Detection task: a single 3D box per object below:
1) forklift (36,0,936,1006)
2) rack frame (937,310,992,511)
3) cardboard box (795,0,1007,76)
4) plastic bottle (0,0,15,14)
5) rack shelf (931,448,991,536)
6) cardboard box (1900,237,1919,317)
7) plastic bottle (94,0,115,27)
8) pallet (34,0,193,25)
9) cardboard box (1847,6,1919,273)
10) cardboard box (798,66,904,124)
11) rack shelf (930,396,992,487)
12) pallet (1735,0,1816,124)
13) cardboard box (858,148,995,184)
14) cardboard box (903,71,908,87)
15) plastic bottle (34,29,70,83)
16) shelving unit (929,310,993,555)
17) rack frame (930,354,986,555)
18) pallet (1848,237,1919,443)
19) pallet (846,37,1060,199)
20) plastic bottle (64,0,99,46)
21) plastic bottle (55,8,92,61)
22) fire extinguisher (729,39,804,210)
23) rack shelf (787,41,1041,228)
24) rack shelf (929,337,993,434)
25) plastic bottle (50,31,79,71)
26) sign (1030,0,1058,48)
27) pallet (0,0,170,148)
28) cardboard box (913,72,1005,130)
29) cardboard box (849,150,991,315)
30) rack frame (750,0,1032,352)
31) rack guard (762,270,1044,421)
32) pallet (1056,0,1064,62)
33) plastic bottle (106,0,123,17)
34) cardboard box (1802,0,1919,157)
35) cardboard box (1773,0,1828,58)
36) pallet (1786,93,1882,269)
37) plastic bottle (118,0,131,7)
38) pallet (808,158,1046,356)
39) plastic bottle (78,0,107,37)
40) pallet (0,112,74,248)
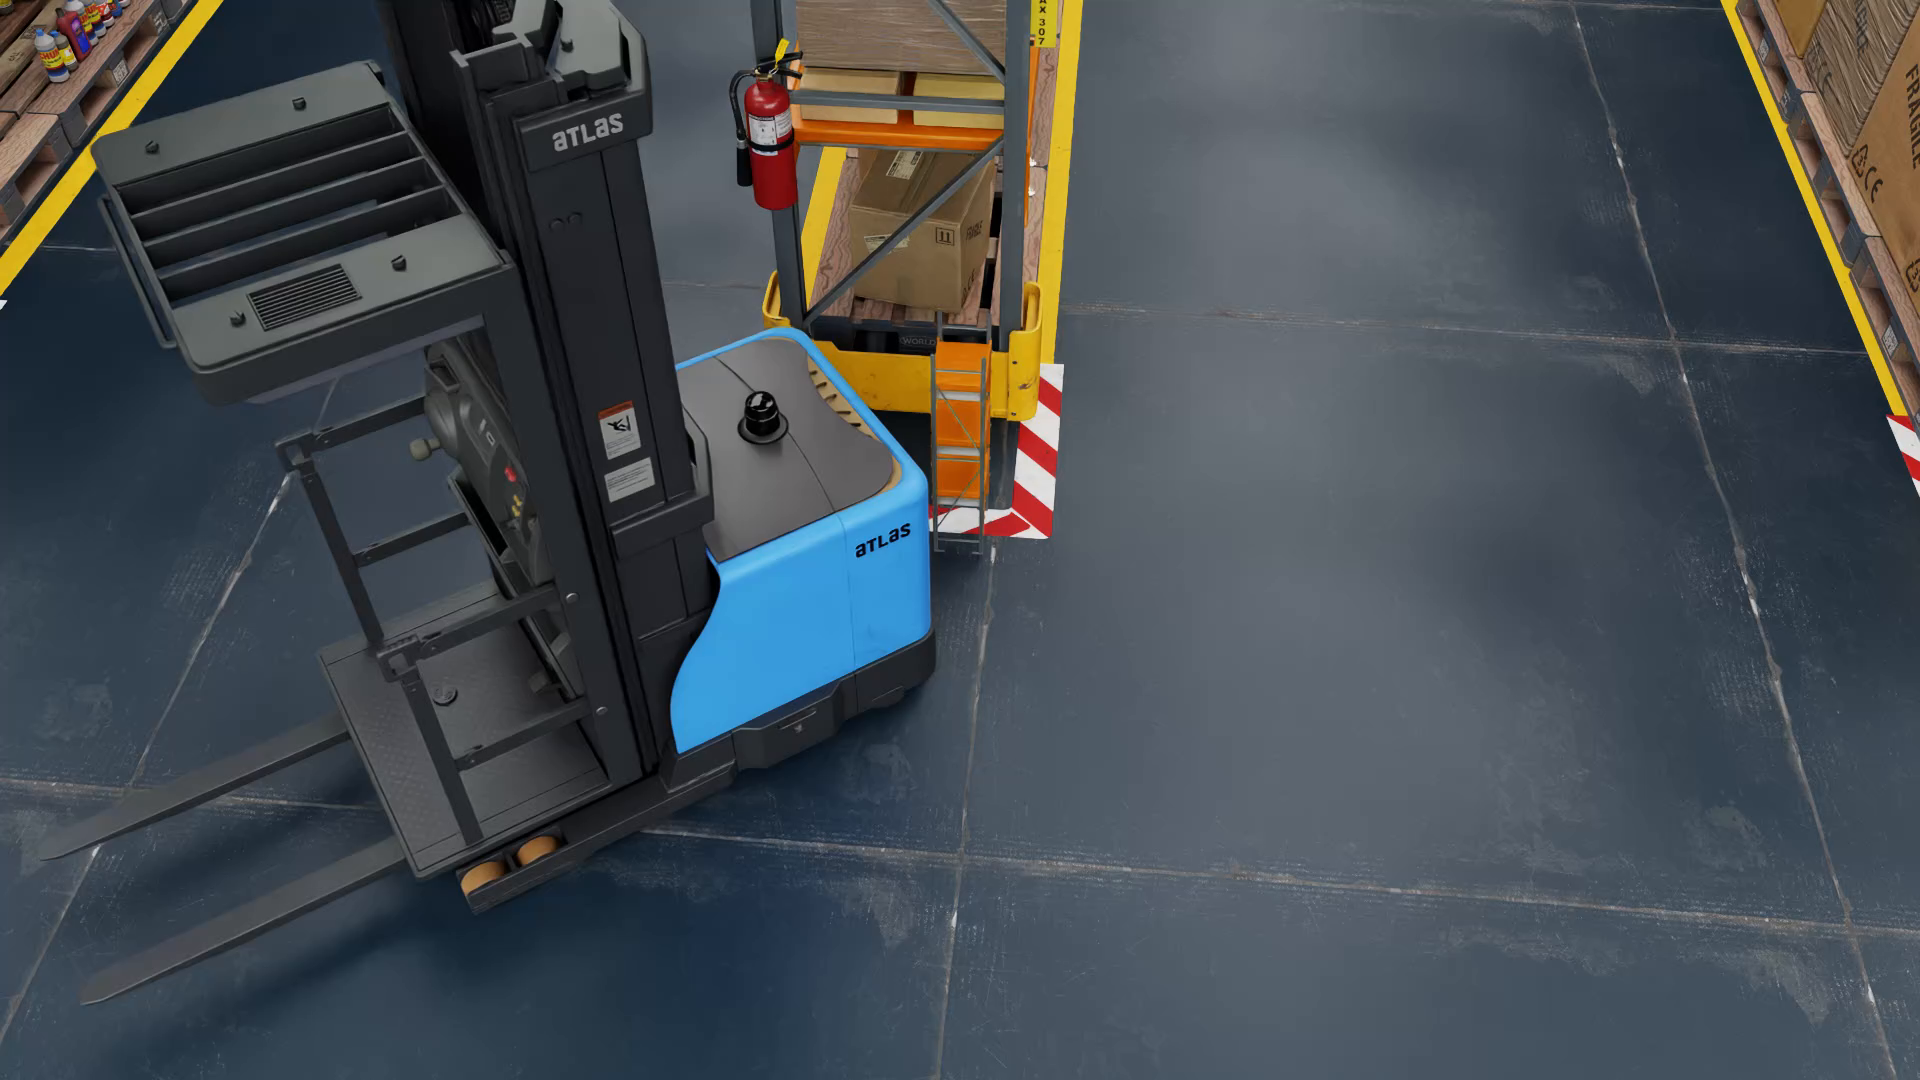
[{"bbox_3d":[-1.615,-0.192,4.965,3.031,2.935,1.130,-24,52,-21],"label":"forklift"},{"bbox_3d":[0.016,-0.483,6.506,0.200,1.050,0.008,4,48,4],"label":"rack frame"},{"bbox_3d":[-0.167,-2.173,6.461,0.875,0.500,0.500,4,48,4],"label":"cardboard box"},{"bbox_3d":[-5.248,-2.984,9.071,0.097,0.201,0.097,0,48,0],"label":"plastic bottle"},{"bbox_3d":[0.005,-0.199,6.637,0.215,0.259,0.240,4,48,4],"label":"rack shelf"},{"bbox_3d":[4.681,-1.156,6.956,0.875,0.875,0.875,4,48,4],"label":"cardboard box"},{"bbox_3d":[-4.652,-2.883,8.978,0.097,0.201,0.097,0,48,0],"label":"plastic bottle"},{"bbox_3d":[-4.915,-3.477,9.813,1.003,0.211,1.213,4,48,4],"label":"pallet"},{"bbox_3d":[4.759,-1.803,7.547,0.875,0.875,0.875,3,48,3],"label":"cardboard box"},{"bbox_3d":[-0.424,-1.775,6.537,0.380,0.149,0.250,4,48,4],"label":"cardboard box"},{"bbox_3d":[0.005,-0.386,6.432,0.215,0.259,0.240,4,48,4],"label":"rack shelf"},{"bbox_3d":[4.903,-2.673,9.078,1.003,0.211,1.213,4,48,4],"label":"pallet"},{"bbox_3d":[-0.151,-1.834,7.830,0.500,0.500,0.500,15,49,14],"label":"cardboard box"},{"bbox_3d":[-0.401,-1.959,6.705,0.380,0.149,0.250,4,48,4],"label":"cardboard box"},{"bbox_3d":[-4.702,-2.509,8.588,0.097,0.271,0.097,0,48,0],"label":"plastic bottle"},{"bbox_3d":[0.005,-0.394,6.424,0.215,1.050,0.252,4,48,4],"label":"shelving unit"},{"bbox_3d":[-0.006,-0.304,6.342,0.200,1.050,0.008,4,48,4],"label":"rack frame"},{"bbox_3d":[4.680,-0.880,7.438,1.003,0.211,1.213,4,48,4],"label":"pallet"},{"bbox_3d":[-0.015,-2.240,8.682,1.003,0.211,1.213,4,48,4],"label":"pallet"},{"bbox_3d":[-4.670,-2.760,8.819,0.097,0.271,0.097,0,48,0],"label":"plastic bottle"},{"bbox_3d":[-4.663,-2.678,8.735,0.061,0.283,0.133,5,48,4],"label":"plastic bottle"},{"bbox_3d":[-0.714,-1.557,6.220,0.296,0.674,0.183,4,48,4],"label":"fire extinguisher"},{"bbox_3d":[-0.063,-2.863,7.850,1.077,0.370,4.000,4,48,4],"label":"rack shelf"},{"bbox_3d":[0.005,-0.578,6.223,0.215,0.259,0.240,4,48,4],"label":"rack shelf"},{"bbox_3d":[-4.692,-2.561,8.684,0.097,0.201,0.097,0,48,0],"label":"plastic bottle"},{"bbox_3d":[0.296,-1.892,5.887,0.100,0.325,0.005,4,48,4],"label":"sign"},{"bbox_3d":[-5.024,-2.578,8.991,1.003,0.211,1.213,4,48,4],"label":"pallet"},{"bbox_3d":[0.019,-1.745,6.510,0.380,0.149,0.250,4,48,4],"label":"cardboard box"},{"bbox_3d":[-0.171,-1.392,7.426,0.500,0.500,0.500,12,49,11],"label":"cardboard box"},{"bbox_3d":[-0.245,-1.637,6.240,1.000,3.000,0.127,4,48,4],"label":"rack frame"},{"bbox_3d":[-0.238,-0.849,7.213,1.175,0.500,0.348,4,48,4],"label":"rack guard"},{"bbox_3d":[0.094,-3.139,9.504,1.003,0.211,1.213,4,48,4],"label":"pallet"},{"bbox_3d":[-4.643,-2.983,9.022,0.097,0.271,0.097,0,48,0],"label":"plastic bottle"},{"bbox_3d":[4.844,-2.473,8.160,0.875,0.875,0.875,4,48,4],"label":"cardboard box"},{"bbox_3d":[4.923,-3.135,8.766,0.875,0.875,0.875,5,48,4],"label":"cardboard box"},{"bbox_3d":[4.794,-1.774,8.256,1.003,0.211,1.213,4,48,4],"label":"pallet"},{"bbox_3d":[-4.633,-3.034,9.117,0.097,0.201,0.097,0,48,0],"label":"plastic bottle"},{"bbox_3d":[-0.129,-1.346,7.864,1.003,0.211,1.213,4,48,4],"label":"pallet"},{"bbox_3d":[-4.661,-2.834,8.886,0.097,0.271,0.097,0,48,0],"label":"plastic bottle"},{"bbox_3d":[-5.138,-1.684,8.173,1.003,0.211,1.213,4,48,4],"label":"pallet"}]
